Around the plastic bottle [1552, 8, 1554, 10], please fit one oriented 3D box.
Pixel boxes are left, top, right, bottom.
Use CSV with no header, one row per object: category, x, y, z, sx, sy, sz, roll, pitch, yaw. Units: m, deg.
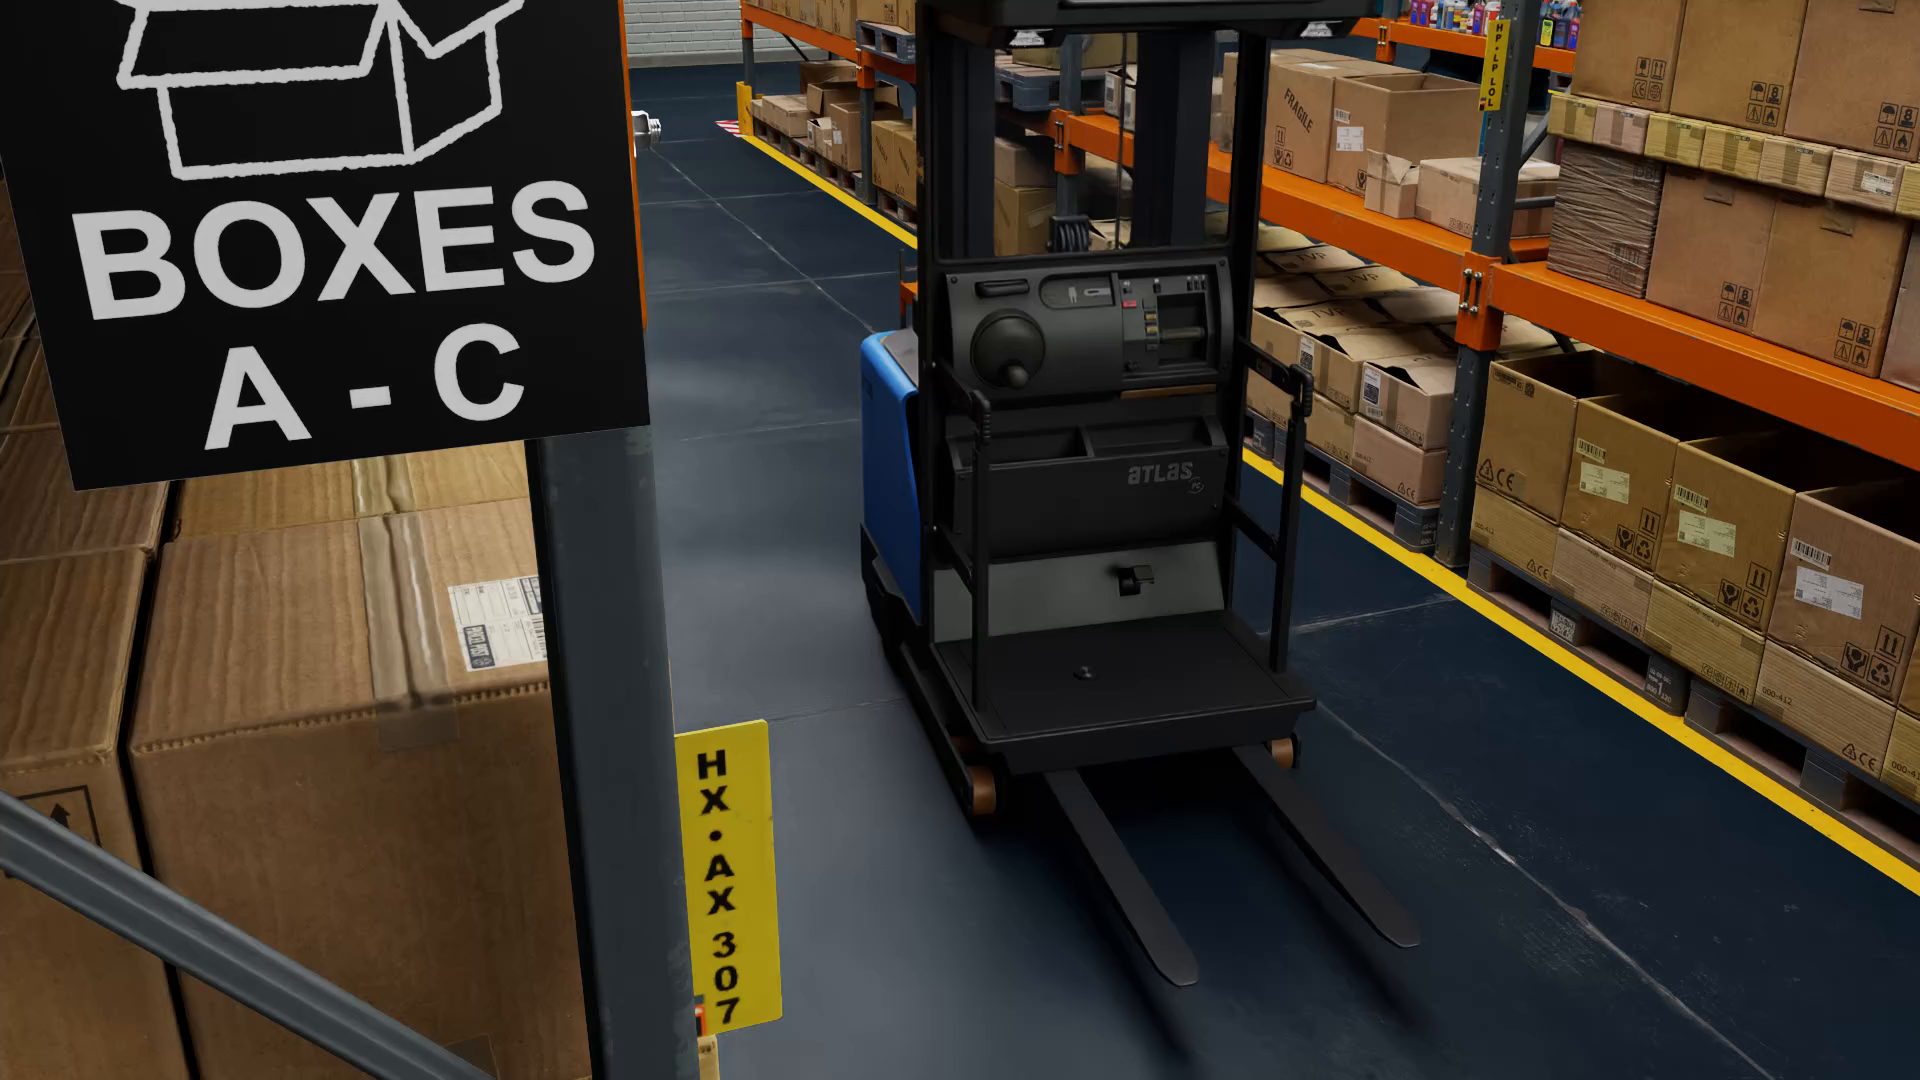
plastic bottle,4.738,-4.133,13.358,0.097,0.271,0.097,0,23,0

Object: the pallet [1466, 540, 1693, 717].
pallet,2.736,0.235,6.421,1.003,0.211,1.213,-8,24,-19

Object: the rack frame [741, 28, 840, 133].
rack frame,-1.745,-5.705,16.923,1.000,3.000,0.127,-8,24,-19

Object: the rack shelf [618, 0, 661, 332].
rack shelf,-1.432,-0.988,2.796,1.077,0.370,4.000,-8,24,-19

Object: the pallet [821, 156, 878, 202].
pallet,-0.574,-3.216,14.609,1.003,0.211,1.213,-8,24,-19

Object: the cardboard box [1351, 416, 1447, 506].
cardboard box,2.077,-0.382,7.294,0.500,0.250,0.500,-9,24,-20

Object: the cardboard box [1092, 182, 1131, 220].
cardboard box,1.188,-2.054,10.912,0.500,0.500,0.500,-7,24,-17

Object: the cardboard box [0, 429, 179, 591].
cardboard box,-1.260,0.178,2.168,0.500,0.500,0.500,-8,24,-18

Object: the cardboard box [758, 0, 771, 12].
cardboard box,-1.648,-5.367,15.993,0.500,0.500,0.500,-9,24,-20

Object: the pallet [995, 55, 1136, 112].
pallet,0.776,-2.946,10.626,1.213,0.211,1.003,-8,24,-19

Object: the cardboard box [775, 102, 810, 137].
cardboard box,-1.465,-4.041,15.949,0.500,0.250,0.500,-8,24,-19

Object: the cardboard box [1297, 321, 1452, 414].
cardboard box,1.893,-0.826,7.624,0.500,0.311,0.500,-8,24,-18

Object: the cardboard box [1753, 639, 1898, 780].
cardboard box,2.900,0.484,5.238,0.500,0.250,0.500,-8,24,-19

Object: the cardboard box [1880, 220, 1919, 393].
cardboard box,3.205,-0.671,4.851,0.700,0.500,0.500,-8,24,-17

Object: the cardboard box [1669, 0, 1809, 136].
cardboard box,2.837,-1.645,5.491,0.700,0.500,0.500,-8,24,-19

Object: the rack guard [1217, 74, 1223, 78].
rack guard,2.870,-5.238,19.035,1.175,0.500,0.348,-8,24,-19

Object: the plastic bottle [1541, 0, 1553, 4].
plastic bottle,5.000,-4.551,14.249,0.144,0.351,0.185,-8,24,-19

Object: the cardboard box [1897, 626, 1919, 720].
cardboard box,3.072,0.321,4.660,0.500,0.500,0.500,-8,24,-19

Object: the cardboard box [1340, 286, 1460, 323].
cardboard box,2.225,-1.084,8.238,0.500,0.311,0.500,-9,25,-21

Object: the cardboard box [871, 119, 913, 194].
cardboard box,-0.389,-3.093,13.379,0.500,0.500,0.500,-9,25,-21

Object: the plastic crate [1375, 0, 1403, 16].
plastic crate,3.819,-5.073,15.367,0.392,0.384,0.575,-8,24,-19

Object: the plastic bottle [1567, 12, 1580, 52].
plastic bottle,4.771,-3.926,12.854,0.061,0.283,0.133,-8,24,-19

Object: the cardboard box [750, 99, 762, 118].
cardboard box,-1.919,-4.395,16.919,0.380,0.149,0.250,-8,24,-19

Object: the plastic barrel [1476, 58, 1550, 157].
plastic barrel,4.730,-3.699,14.325,0.600,0.901,0.708,-8,24,-19

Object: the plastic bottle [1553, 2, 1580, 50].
plastic bottle,4.753,-4.021,12.992,0.144,0.351,0.185,-8,24,-19

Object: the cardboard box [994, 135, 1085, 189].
cardboard box,0.507,-2.522,11.058,0.500,0.250,0.500,-7,24,-17

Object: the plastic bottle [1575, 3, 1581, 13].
plastic bottle,5.072,-4.299,13.753,0.097,0.271,0.097,0,23,0

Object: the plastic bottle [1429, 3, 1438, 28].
plastic bottle,4.139,-4.559,14.459,0.097,0.201,0.097,0,23,0

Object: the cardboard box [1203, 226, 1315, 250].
cardboard box,1.686,-1.639,9.553,0.500,0.311,0.500,-9,24,-20

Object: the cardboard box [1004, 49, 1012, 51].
cardboard box,0.609,-3.610,11.283,0.700,0.500,0.500,-4,23,-9

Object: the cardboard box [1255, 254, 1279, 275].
cardboard box,1.363,-1.377,8.933,0.500,0.311,0.500,-9,24,-20

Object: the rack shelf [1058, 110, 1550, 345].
rack shelf,1.788,-1.740,8.442,1.077,0.370,4.000,-8,24,-19

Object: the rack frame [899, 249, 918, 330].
rack frame,-0.145,-0.702,7.370,0.240,1.200,0.015,-8,24,-19

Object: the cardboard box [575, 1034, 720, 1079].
cardboard box,-0.601,0.629,2.064,0.500,0.250,0.500,-9,25,-21

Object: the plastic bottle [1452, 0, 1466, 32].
plastic bottle,4.255,-4.471,14.162,0.097,0.271,0.097,0,23,0

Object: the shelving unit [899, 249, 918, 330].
shelving unit,-0.058,-0.613,7.160,0.258,1.200,0.503,-8,24,-19

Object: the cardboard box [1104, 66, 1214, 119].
cardboard box,1.169,-2.619,9.716,0.500,0.311,0.500,-7,24,-16

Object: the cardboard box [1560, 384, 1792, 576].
cardboard box,2.549,-0.225,5.955,0.500,0.500,0.500,-8,24,-19

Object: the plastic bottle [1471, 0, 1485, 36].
plastic bottle,4.348,-4.362,13.886,0.061,0.283,0.133,-8,24,-19

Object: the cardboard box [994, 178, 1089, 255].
cardboard box,0.531,-2.157,11.157,0.500,0.500,0.500,-7,24,-17

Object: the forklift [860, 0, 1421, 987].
forklift,0.470,-0.652,5.024,1.130,2.935,3.031,-6,24,-13

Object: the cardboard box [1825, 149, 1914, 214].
cardboard box,2.867,-1.098,5.029,0.380,0.149,0.250,-9,25,-21

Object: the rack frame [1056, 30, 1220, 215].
rack frame,1.081,-2.798,10.027,1.000,3.000,0.127,-8,24,-19

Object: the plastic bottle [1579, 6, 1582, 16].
plastic bottle,5.182,-4.325,13.808,0.152,0.276,0.135,-8,24,-19

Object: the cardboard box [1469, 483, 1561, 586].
cardboard box,2.374,-0.061,6.533,0.500,0.250,0.500,-8,24,-19

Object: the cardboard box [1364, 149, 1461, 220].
cardboard box,2.012,-1.577,7.303,0.396,0.266,0.258,-9,24,-20

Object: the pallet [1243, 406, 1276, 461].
pallet,1.763,-0.766,8.796,1.003,0.211,1.213,-8,24,-19

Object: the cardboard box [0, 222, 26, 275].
cardboard box,-1.818,-0.380,3.491,0.500,0.500,0.500,-8,24,-18

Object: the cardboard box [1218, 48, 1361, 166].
cardboard box,1.689,-2.237,8.566,0.500,0.500,0.500,-10,25,-22

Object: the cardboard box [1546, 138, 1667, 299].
cardboard box,2.657,-1.230,6.179,0.700,0.500,0.500,-9,24,-20

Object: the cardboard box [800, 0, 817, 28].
cardboard box,-1.116,-4.818,14.689,0.500,0.500,0.500,-8,24,-18

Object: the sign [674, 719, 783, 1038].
sign,-0.218,0.316,1.523,0.100,0.325,0.005,-8,24,-19

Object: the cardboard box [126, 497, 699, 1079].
cardboard box,-0.613,0.289,1.903,0.500,0.500,0.500,-8,24,-19

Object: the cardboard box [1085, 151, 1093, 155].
cardboard box,0.636,-2.615,12.244,0.500,0.500,0.500,-9,25,-21

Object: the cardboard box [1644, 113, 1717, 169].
cardboard box,2.590,-1.381,5.700,0.380,0.149,0.250,-9,24,-20

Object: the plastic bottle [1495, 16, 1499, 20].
plastic bottle,4.453,-4.236,13.693,0.097,0.201,0.097,0,23,0

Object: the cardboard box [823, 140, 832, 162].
cardboard box,-0.987,-3.437,14.646,0.380,0.149,0.250,-8,24,-19
